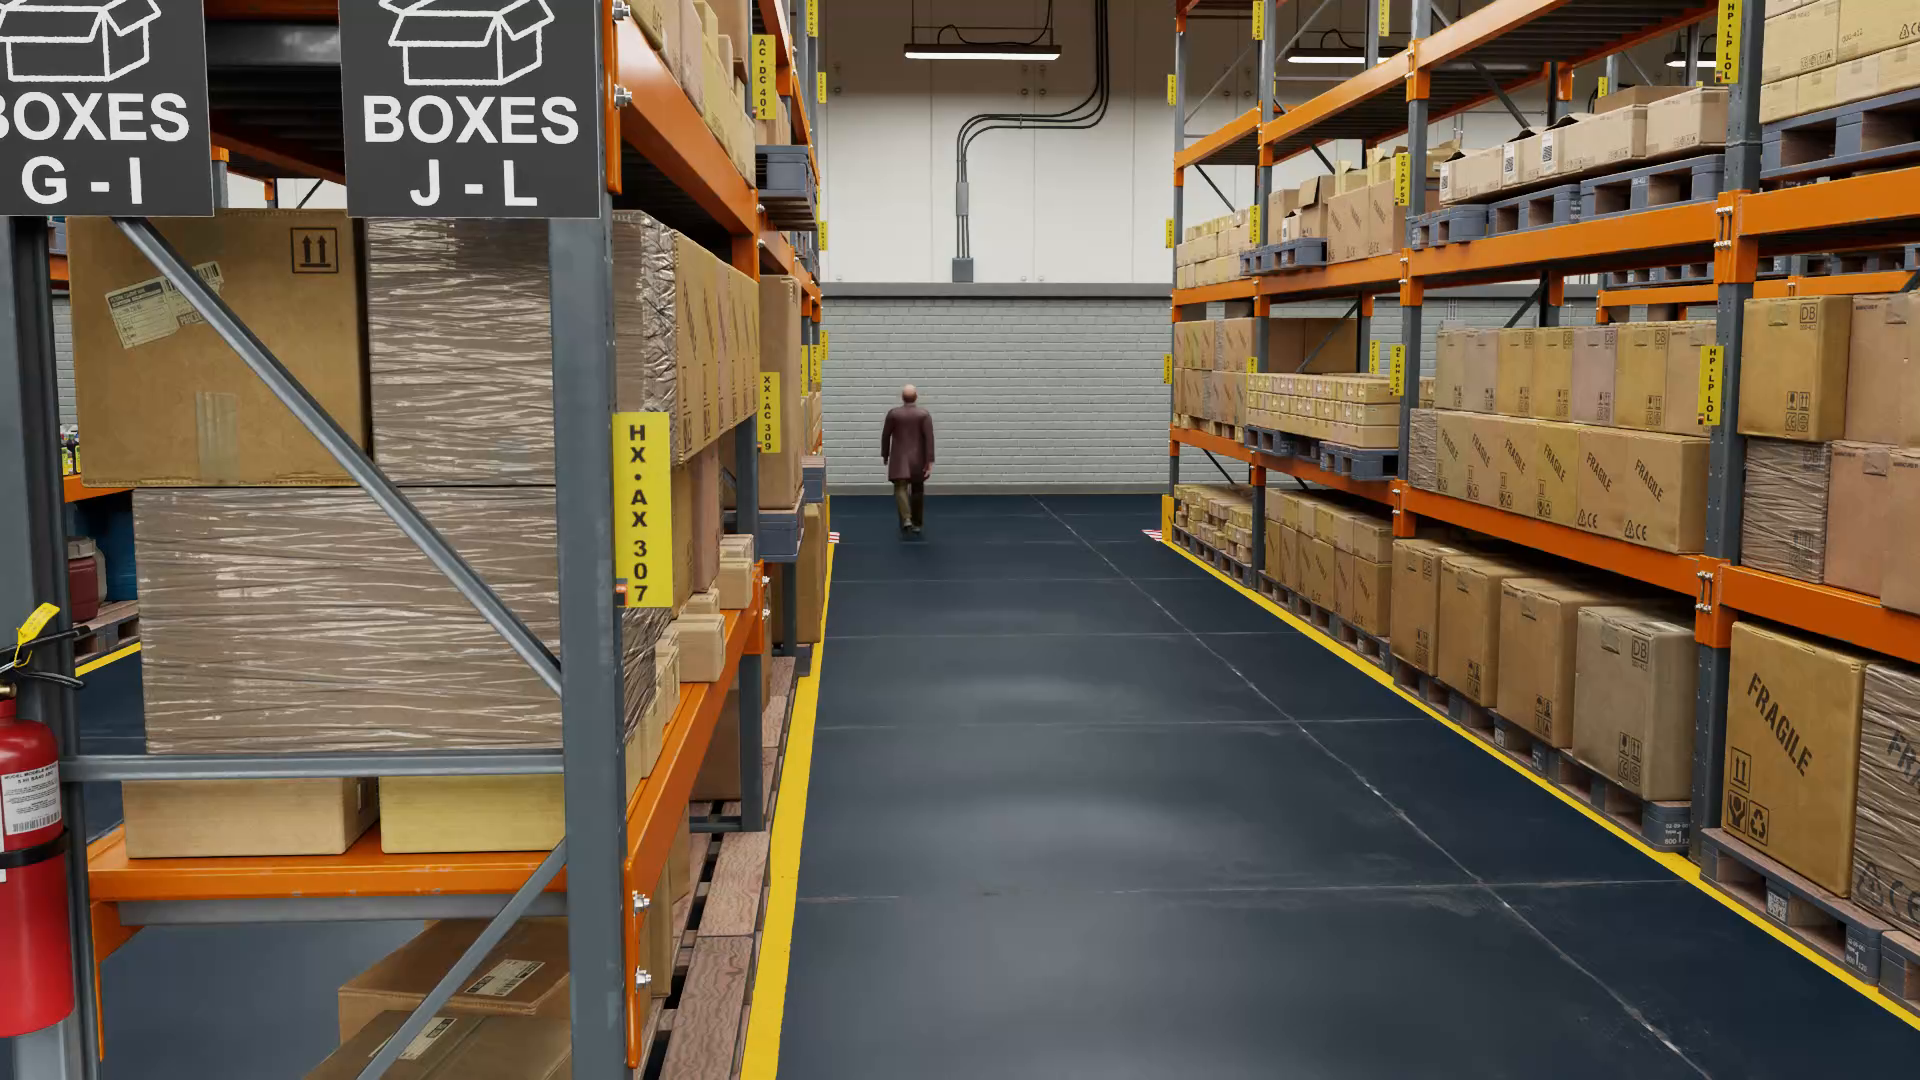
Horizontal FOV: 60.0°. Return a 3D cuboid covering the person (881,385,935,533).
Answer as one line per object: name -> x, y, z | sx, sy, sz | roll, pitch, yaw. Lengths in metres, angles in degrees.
person -> -0.608, -0.932, 19.304 | 0.603, 1.734, 1.102 | -1, 7, -5
